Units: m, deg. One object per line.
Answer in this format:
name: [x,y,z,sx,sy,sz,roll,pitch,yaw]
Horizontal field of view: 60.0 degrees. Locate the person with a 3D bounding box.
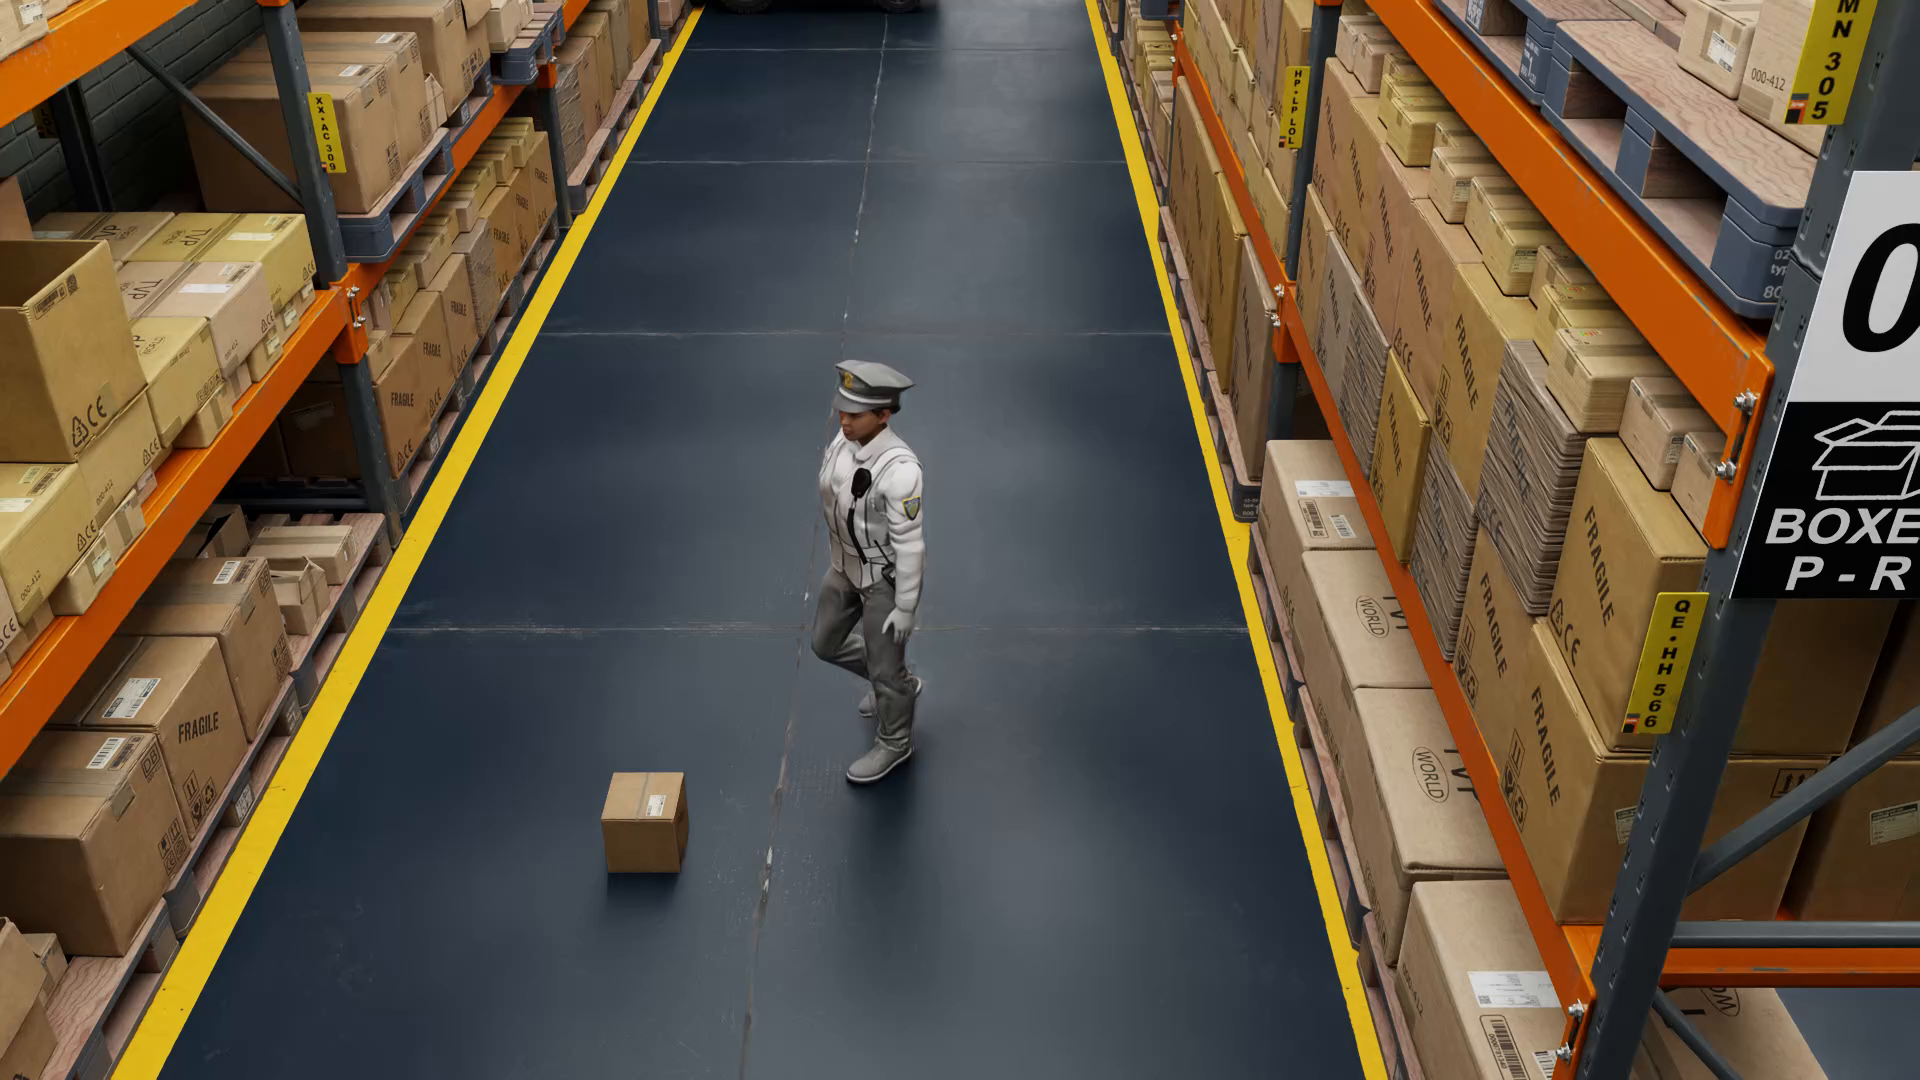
person: [-0.269,0.113,5.924,0.440,1.683,0.523,-19,37,-28]
